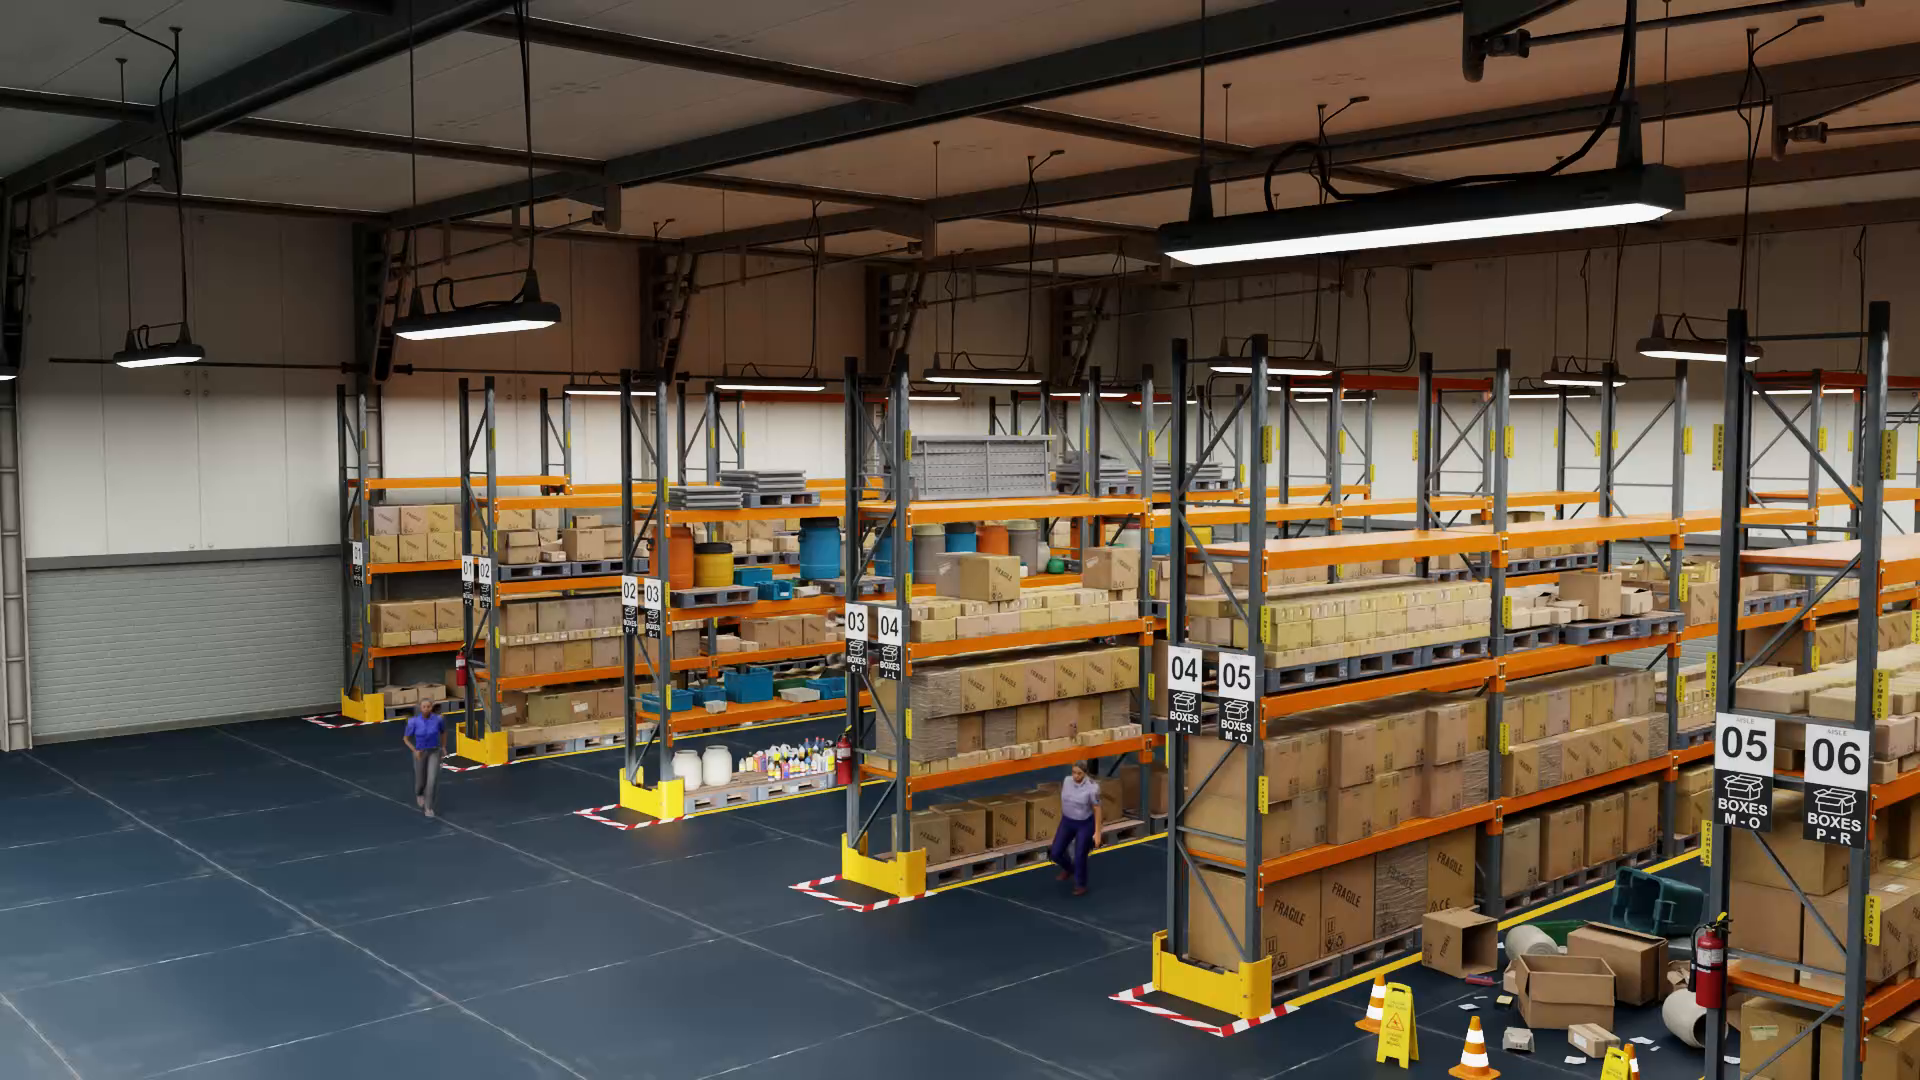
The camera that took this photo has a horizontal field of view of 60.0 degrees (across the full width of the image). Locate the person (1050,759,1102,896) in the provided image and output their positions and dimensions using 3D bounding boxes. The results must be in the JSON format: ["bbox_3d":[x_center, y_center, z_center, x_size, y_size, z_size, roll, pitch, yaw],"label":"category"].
[{"bbox_3d":[1.319,3.164,18.468,0.735,1.568,0.592,2,4,33],"label":"person"}]

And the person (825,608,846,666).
[{"bbox_3d":[-2.422,2.167,33.364,0.751,1.682,1.043,3,5,34],"label":"person"}]

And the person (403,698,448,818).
[{"bbox_3d":[-7.211,2.949,22.438,0.579,1.511,0.713,-2,4,-24],"label":"person"}]

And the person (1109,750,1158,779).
[{"bbox_3d":[2.556,2.789,24.075,1.124,1.609,0.648,-2,4,-31],"label":"person"}]
